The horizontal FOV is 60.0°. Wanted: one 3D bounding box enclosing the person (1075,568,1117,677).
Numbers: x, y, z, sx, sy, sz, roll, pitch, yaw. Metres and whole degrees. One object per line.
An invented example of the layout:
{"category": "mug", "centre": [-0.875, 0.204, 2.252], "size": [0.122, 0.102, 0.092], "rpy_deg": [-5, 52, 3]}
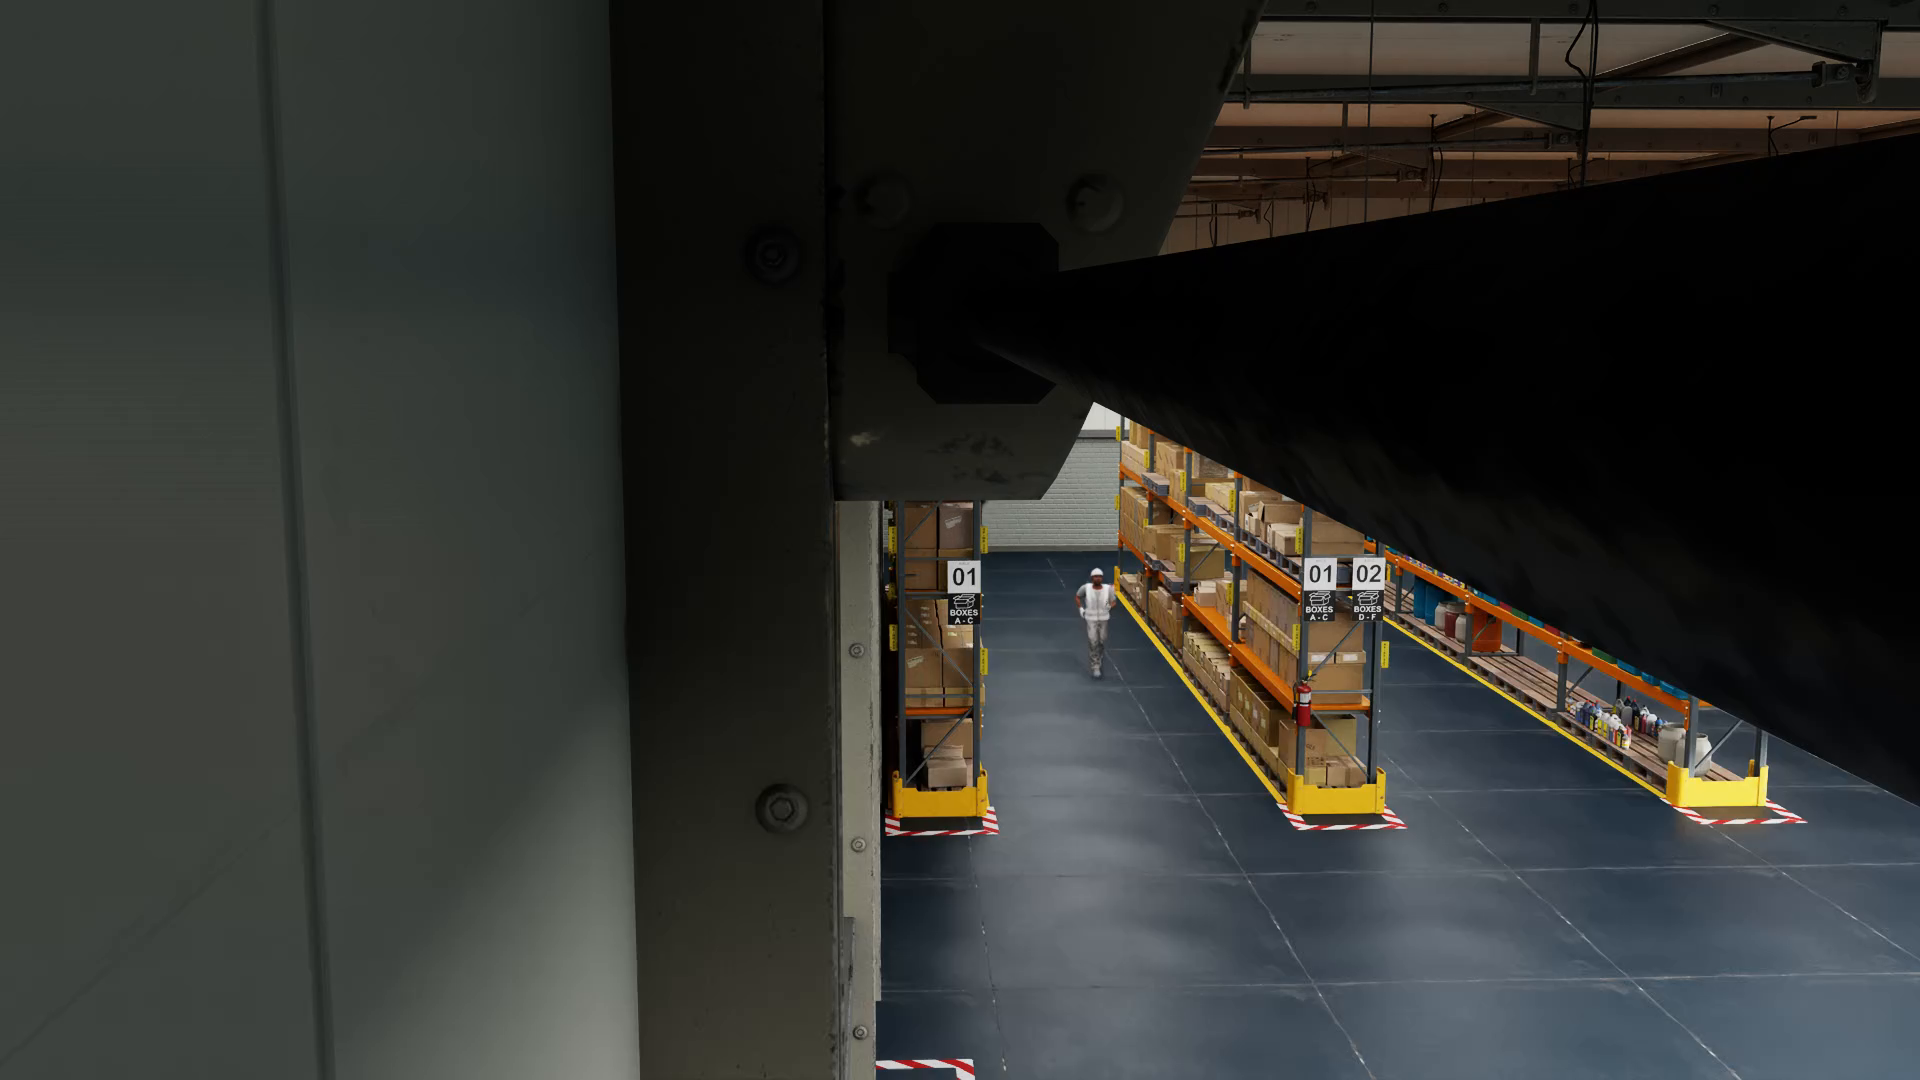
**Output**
{"category": "person", "centre": [2.332, 1.371, 28.300], "size": [0.677, 1.793, 0.825], "rpy_deg": [-1, 8, -5]}
